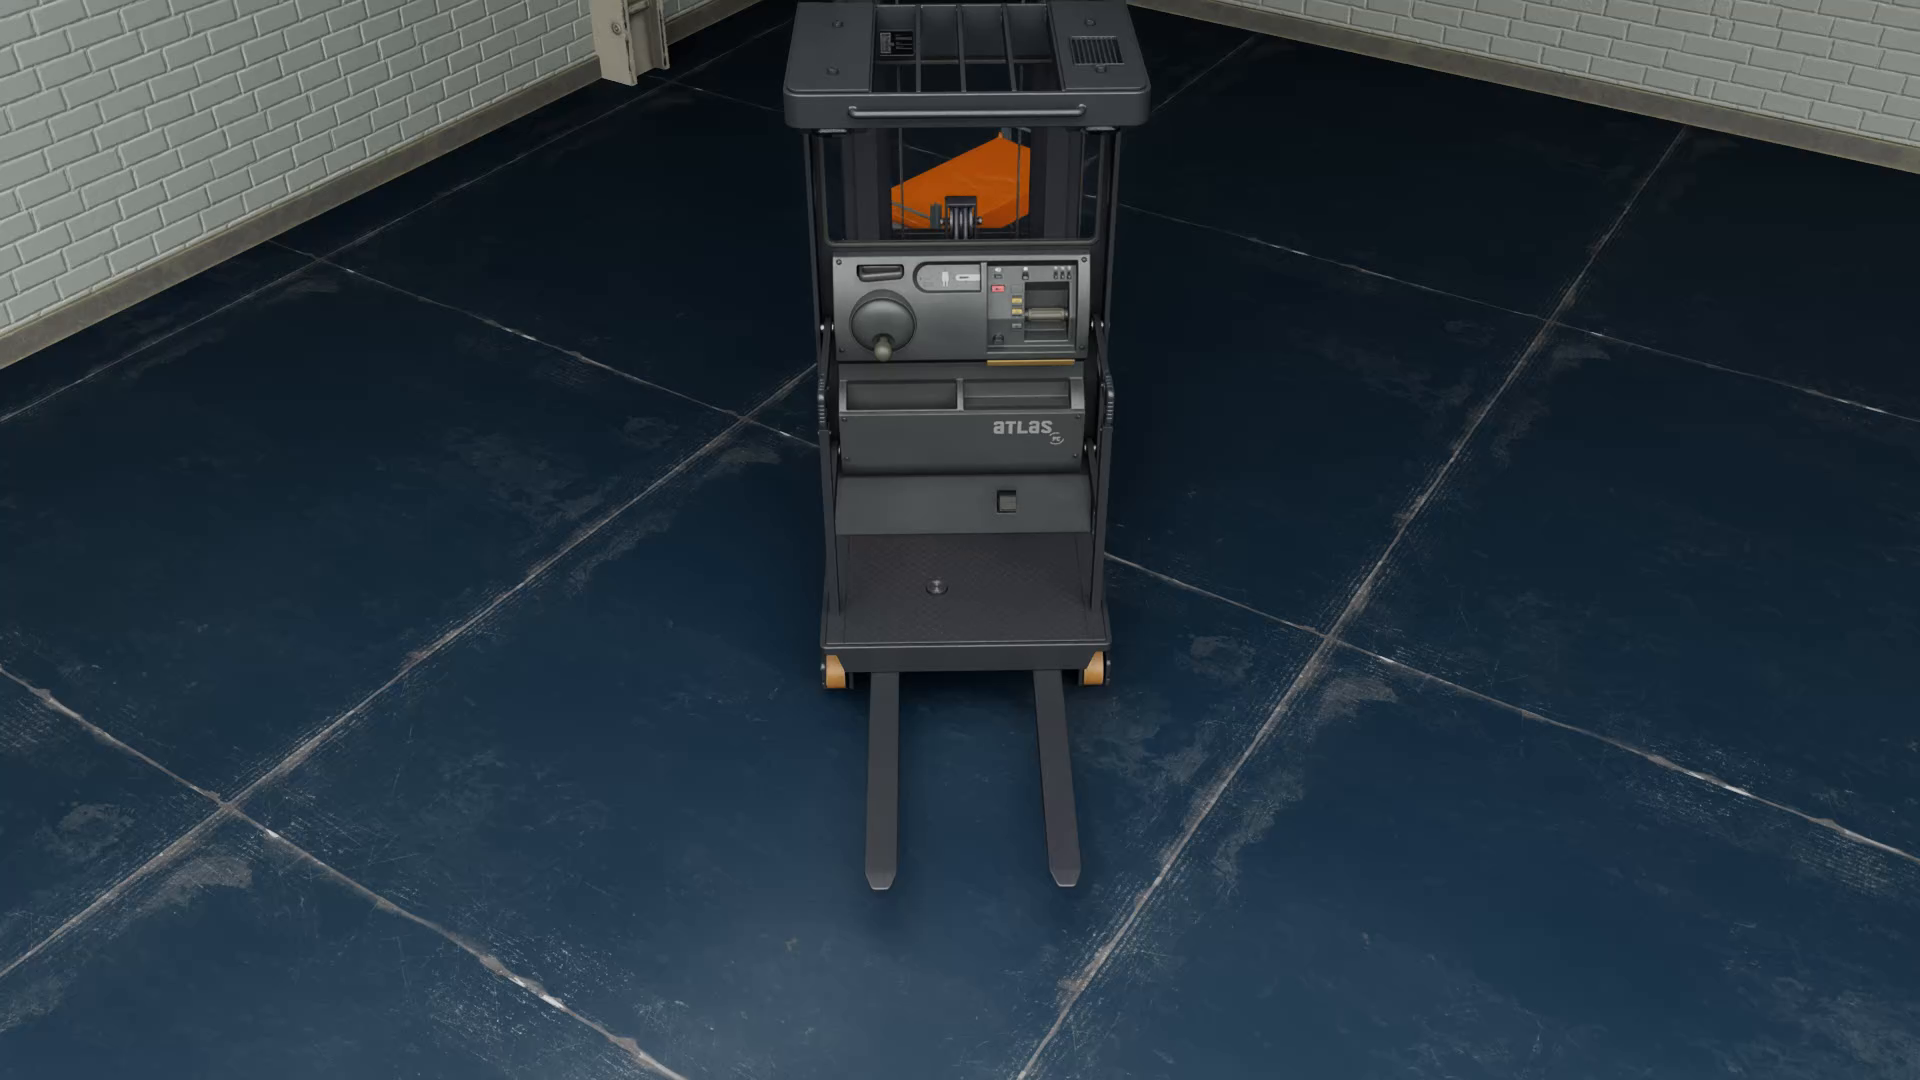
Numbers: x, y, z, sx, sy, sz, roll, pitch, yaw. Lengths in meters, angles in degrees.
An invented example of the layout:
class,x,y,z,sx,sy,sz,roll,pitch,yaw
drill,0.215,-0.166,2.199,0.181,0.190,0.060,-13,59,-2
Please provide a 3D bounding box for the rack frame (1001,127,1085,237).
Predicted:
class,x,y,z,sx,sy,sz,roll,pitch,yaw
rack frame,0.400,-1.590,8.392,0.500,1.125,0.032,29,46,32

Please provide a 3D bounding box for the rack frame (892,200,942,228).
class,x,y,z,sx,sy,sz,roll,pitch,yaw
rack frame,-0.277,-1.127,7.791,0.500,1.125,0.032,29,46,32

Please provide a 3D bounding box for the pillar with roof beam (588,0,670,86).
class,x,y,z,sx,sy,sz,roll,pitch,yaw
pillar with roof beam,1.400,-5.372,6.849,9.100,9.000,0.400,21,42,25

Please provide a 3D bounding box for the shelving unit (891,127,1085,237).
class,x,y,z,sx,sy,sz,roll,pitch,yaw
shelving unit,0.062,-1.359,8.091,0.538,1.125,1.048,29,46,32

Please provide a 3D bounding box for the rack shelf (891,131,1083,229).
class,x,y,z,sx,sy,sz,roll,pitch,yaw
rack shelf,0.062,-1.591,7.913,0.538,0.278,1.000,29,46,32

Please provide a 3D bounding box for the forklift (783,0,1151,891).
class,x,y,z,sx,sy,sz,roll,pitch,yaw
forklift,0.013,-0.776,5.856,1.130,2.935,3.031,-1,38,-1
